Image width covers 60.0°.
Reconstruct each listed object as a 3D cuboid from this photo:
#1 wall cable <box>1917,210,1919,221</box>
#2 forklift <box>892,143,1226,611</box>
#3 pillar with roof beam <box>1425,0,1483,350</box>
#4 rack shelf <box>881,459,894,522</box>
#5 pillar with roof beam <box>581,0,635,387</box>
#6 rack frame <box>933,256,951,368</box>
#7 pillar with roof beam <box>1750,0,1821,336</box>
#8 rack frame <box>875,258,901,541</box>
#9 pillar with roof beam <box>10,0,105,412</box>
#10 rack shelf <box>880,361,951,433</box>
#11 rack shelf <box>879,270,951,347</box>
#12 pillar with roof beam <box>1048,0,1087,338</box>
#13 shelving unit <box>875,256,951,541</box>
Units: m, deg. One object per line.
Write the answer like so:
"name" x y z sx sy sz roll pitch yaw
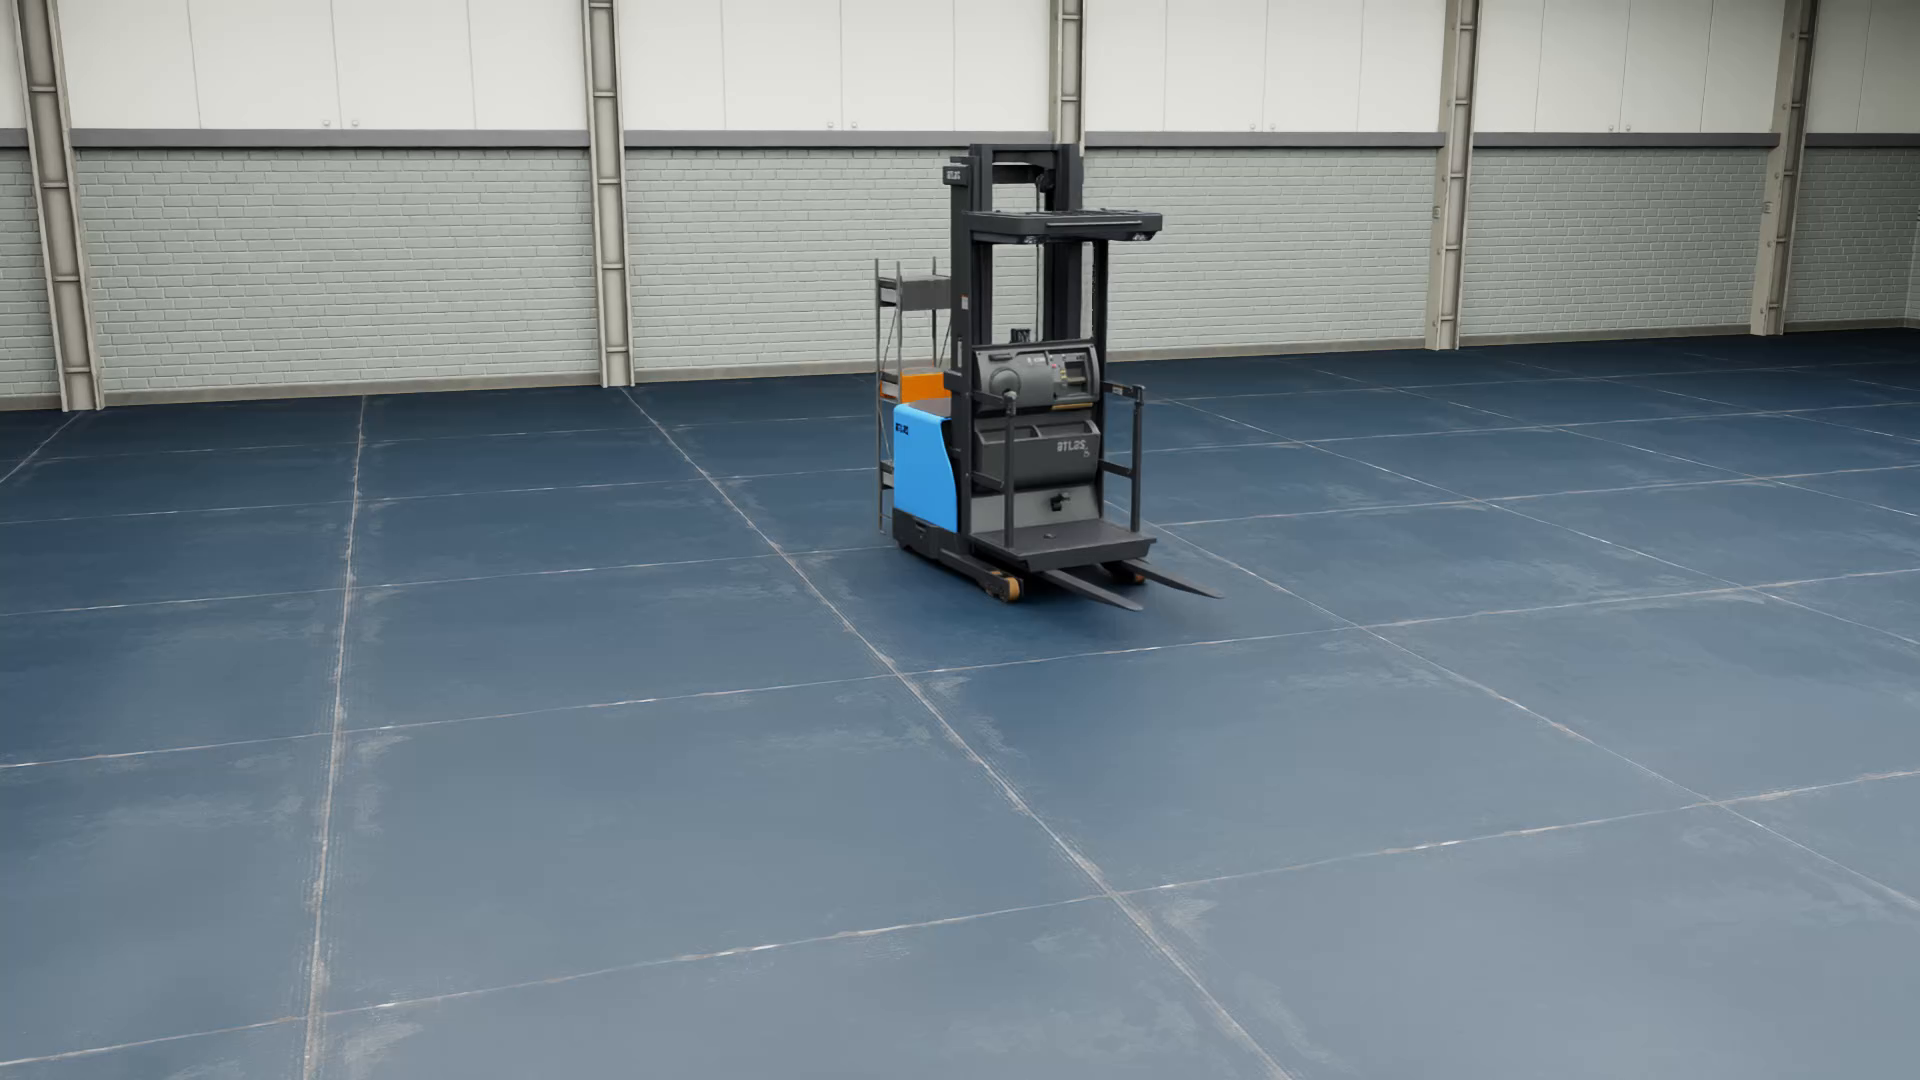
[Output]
"wall cable" 15.993 -6.060 25.383 0.112 2.526 3.097 -4 14 -18
"forklift" 0.631 -1.135 11.082 1.130 2.935 3.031 -7 15 -27
"pillar with roof beam" 8.465 -6.256 19.498 0.400 9.000 9.100 -4 14 -18
"rack shelf" -0.321 -0.379 12.784 0.480 0.518 0.431 -7 15 -28
"pillar with roof beam" -2.908 -5.370 15.774 0.400 9.000 9.100 -4 14 -18
"rack frame" -0.107 -1.101 12.733 0.015 2.100 0.400 -7 15 -28
"pillar with roof beam" 14.152 -6.699 21.360 0.400 9.000 9.100 -4 14 -18
"rack frame" -0.534 -1.046 12.504 0.015 2.100 0.400 -7 15 -28
"pillar with roof beam" -8.595 -4.928 13.913 0.400 9.000 9.100 -4 14 -18
"rack shelf" -0.321 -1.060 12.622 0.480 0.518 0.431 -7 15 -28
"rack shelf" -0.321 -1.741 12.460 0.480 0.518 0.431 -7 15 -28
"pillar with roof beam" 2.779 -5.813 17.636 0.400 9.000 9.100 -4 14 -18
"shelving unit" -0.321 -1.074 12.619 0.503 2.100 0.431 -7 15 -28
